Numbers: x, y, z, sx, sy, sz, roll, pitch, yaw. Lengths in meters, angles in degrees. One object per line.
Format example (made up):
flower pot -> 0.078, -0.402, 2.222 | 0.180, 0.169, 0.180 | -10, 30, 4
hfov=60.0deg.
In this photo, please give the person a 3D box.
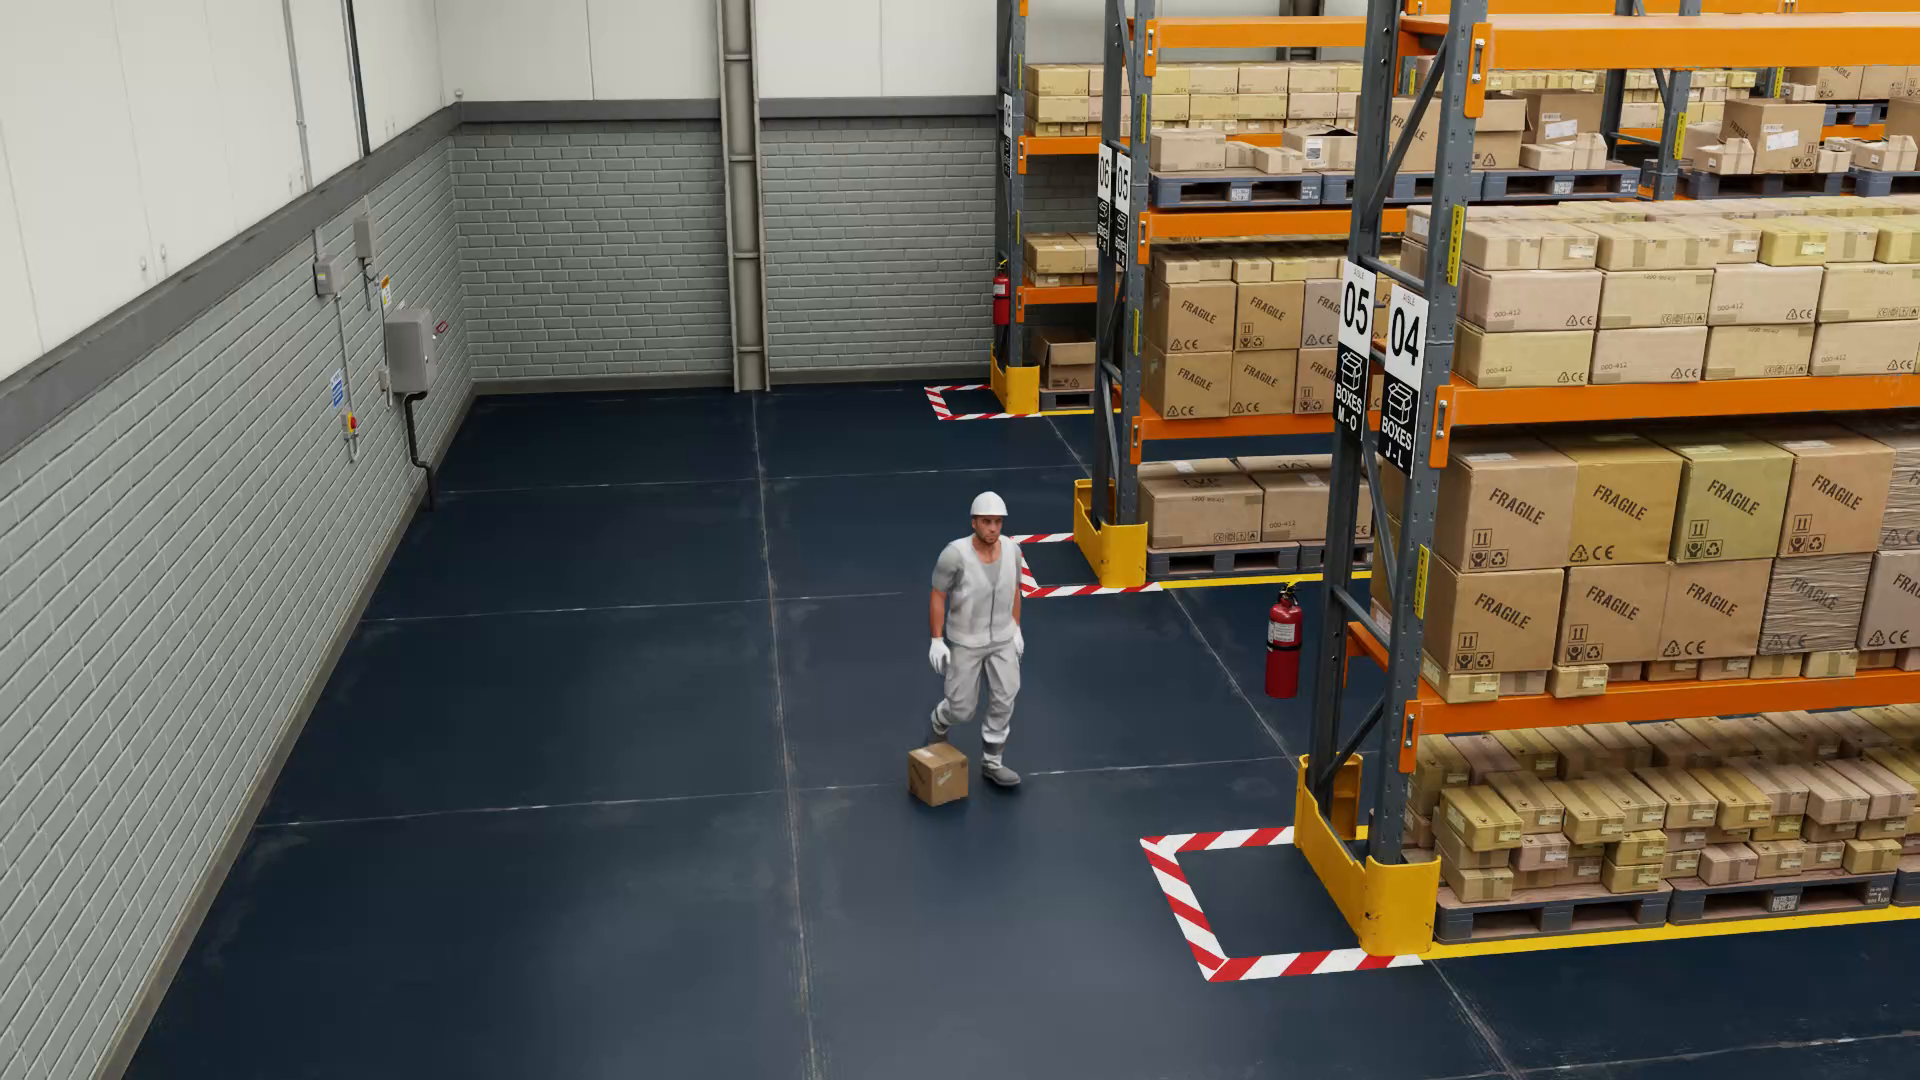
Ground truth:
person -> 0.062, 0.540, 9.500 | 0.610, 1.778, 0.614 | -9, 22, -23
